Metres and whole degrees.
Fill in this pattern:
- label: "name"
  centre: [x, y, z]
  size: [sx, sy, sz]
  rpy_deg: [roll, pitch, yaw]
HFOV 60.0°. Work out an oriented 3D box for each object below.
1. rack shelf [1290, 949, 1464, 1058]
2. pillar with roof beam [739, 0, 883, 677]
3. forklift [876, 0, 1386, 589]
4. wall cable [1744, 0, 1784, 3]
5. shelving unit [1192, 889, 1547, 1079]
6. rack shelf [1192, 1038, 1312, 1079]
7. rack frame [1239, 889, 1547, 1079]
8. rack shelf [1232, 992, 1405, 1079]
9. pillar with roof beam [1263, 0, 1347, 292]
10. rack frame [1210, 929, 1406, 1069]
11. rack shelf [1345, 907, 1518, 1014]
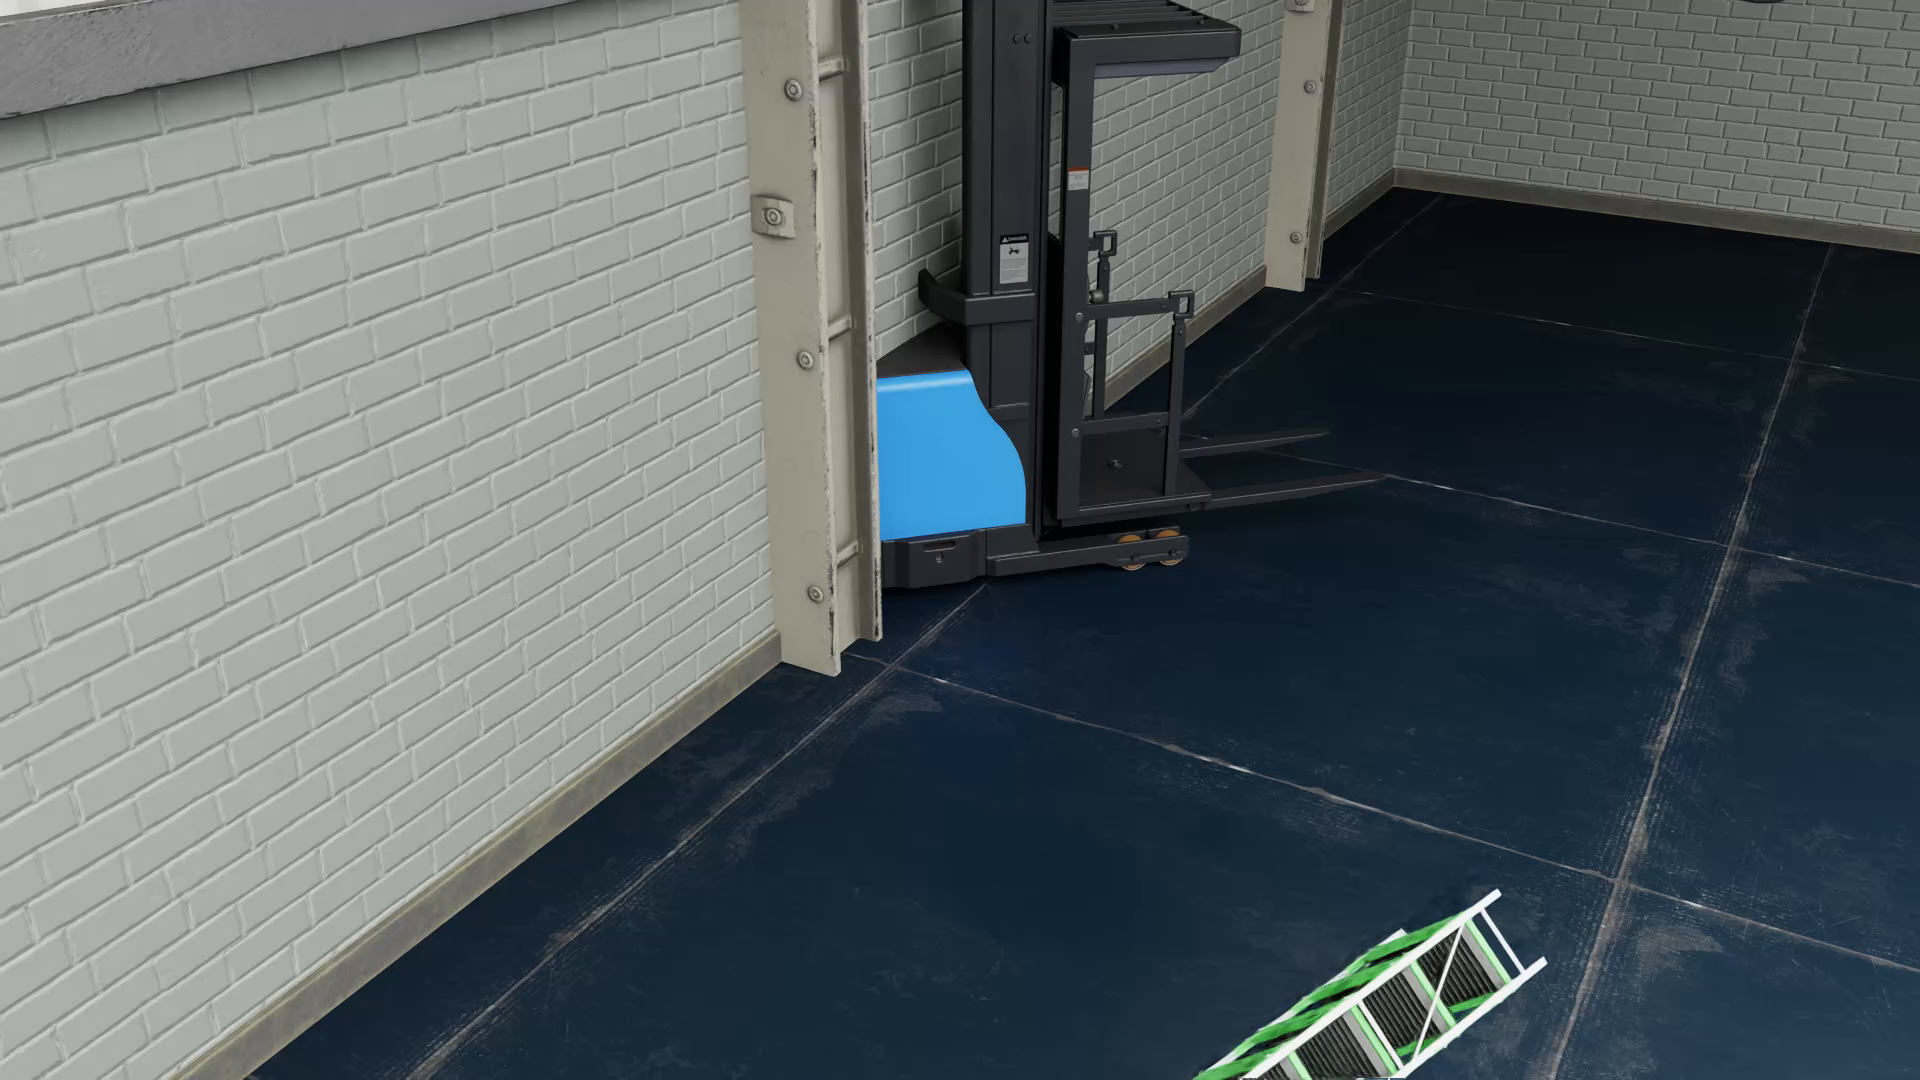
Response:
- label: "rack shelf"
  centre: [1.170, 1.351, 4.696]
  size: [0.148, 0.480, 0.258]
  rpy_deg: [-25, 76, -30]
- label: "pillar with roof beam"
  centre: [3.176, -2.604, 3.398]
  size: [9.100, 9.000, 0.400]
  rpy_deg: [14, 30, 26]
- label: "forklift"
  centre: [0.601, -1.386, 7.744]
  size: [3.031, 2.935, 1.130]
  rpy_deg: [-7, 27, -14]
- label: "wall cable"
  centre: [4.980, -5.358, 12.370]
  size: [3.097, 2.526, 0.112]
  rpy_deg: [14, 30, 26]
- label: "shelving unit"
  centre: [1.031, 1.415, 4.609]
  size: [1.200, 0.503, 0.258]
  rpy_deg: [-25, 76, -30]
- label: "rack shelf"
  centre: [0.791, 1.526, 4.459]
  size: [0.148, 0.480, 0.258]
  rpy_deg: [-25, 76, -30]
- label: "rack frame"
  centre: [1.111, 1.311, 4.404]
  size: [1.200, 0.015, 0.240]
  rpy_deg: [-25, 76, -30]
- label: "rack shelf"
  centre: [0.980, 1.438, 4.578]
  size: [0.148, 0.480, 0.258]
  rpy_deg: [-25, 76, -30]
- label: "pillar with roof beam"
  centre: [6.128, -4.942, 8.070]
  size: [9.100, 9.000, 0.400]
  rpy_deg: [14, 30, 26]
- label: "rack frame"
  centre: [0.950, 1.519, 4.815]
  size: [1.200, 0.015, 0.240]
  rpy_deg: [-25, 76, -30]
- label: "rack shelf"
  centre: [1.359, 1.263, 4.815]
  size: [0.148, 0.480, 0.258]
  rpy_deg: [-25, 76, -30]
